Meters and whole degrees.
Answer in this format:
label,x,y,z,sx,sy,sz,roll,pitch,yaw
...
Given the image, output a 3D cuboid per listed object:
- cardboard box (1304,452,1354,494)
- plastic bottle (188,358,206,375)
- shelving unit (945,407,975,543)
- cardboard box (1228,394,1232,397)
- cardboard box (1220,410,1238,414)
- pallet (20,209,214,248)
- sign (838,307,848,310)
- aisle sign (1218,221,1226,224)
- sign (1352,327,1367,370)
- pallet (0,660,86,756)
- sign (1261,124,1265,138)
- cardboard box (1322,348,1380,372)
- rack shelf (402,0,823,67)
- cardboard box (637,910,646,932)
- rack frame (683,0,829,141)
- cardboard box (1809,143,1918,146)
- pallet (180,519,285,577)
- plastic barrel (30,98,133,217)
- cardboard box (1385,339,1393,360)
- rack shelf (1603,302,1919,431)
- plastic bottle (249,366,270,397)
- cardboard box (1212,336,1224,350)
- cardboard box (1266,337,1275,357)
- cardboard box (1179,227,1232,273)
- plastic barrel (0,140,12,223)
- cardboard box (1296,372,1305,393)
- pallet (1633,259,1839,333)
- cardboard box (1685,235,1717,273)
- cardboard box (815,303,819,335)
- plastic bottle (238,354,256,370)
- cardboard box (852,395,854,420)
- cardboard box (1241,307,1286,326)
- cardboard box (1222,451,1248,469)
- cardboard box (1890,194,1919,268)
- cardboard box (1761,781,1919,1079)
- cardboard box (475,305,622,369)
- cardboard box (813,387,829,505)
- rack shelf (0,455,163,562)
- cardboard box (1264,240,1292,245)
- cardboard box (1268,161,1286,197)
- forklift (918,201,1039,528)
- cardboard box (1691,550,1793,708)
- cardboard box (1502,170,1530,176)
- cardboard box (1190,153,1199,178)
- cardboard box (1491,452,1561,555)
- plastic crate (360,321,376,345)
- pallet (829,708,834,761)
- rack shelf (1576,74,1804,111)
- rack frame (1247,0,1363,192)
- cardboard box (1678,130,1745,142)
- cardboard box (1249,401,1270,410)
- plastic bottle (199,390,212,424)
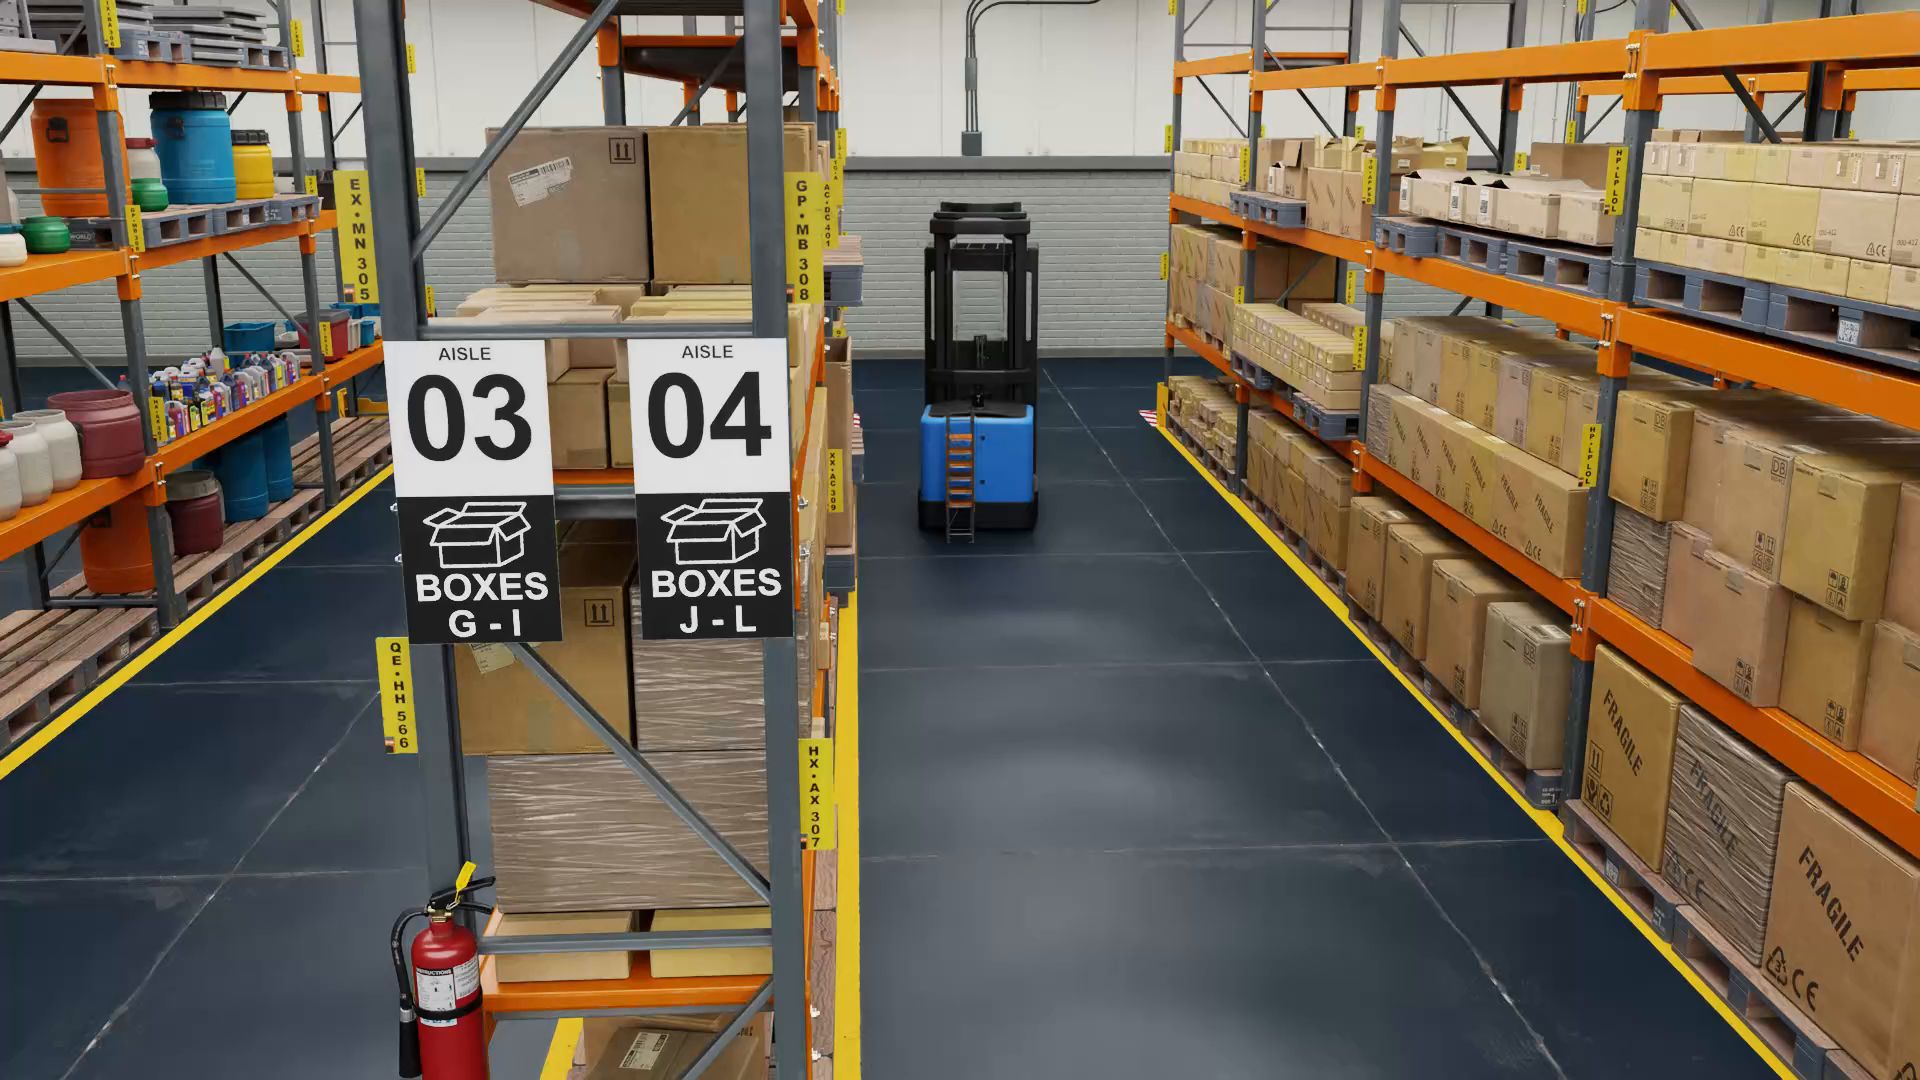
label,x,y,z,sx,sy,sz,roll,pitch,yaw
cardboard box,3.177,-0.563,13.863,0.500,0.250,0.500,-1,14,-3
plastic bottle,-6.953,-1.510,15.126,0.152,0.276,0.135,-1,14,-3
shelving unit,0.001,-0.577,14.863,0.258,1.200,0.189,-1,14,-3
cardboard box,3.308,-1.679,19.814,0.380,0.149,0.250,-1,14,-5
cardboard box,2.978,-1.296,17.729,0.380,0.149,0.250,0,14,-2
pallet,-6.326,-2.341,12.463,1.003,0.211,1.213,-1,14,-3
sign,-1.140,-2.392,16.139,0.100,0.325,0.005,-1,14,-3
aisle sign,3.323,-4.187,20.062,0.394,0.787,0.004,-1,14,-3
sign,2.982,-1.427,12.389,0.100,0.325,0.005,-1,14,-3
pallet,-6.295,1.059,10.488,1.003,0.211,1.213,-1,14,-3
sign,3.583,-4.790,19.827,0.100,0.325,0.005,-1,14,-3
cardboard box,3.036,-1.400,12.916,0.380,0.149,0.250,-1,15,-6
rack shelf,-1.061,-1.927,5.908,1.077,0.370,4.000,-1,14,-3
cardboard box,-1.176,1.117,5.168,0.380,0.149,0.250,-1,14,-3
rack frame,-1.433,-3.769,11.617,1.000,3.000,0.127,-1,14,-3
cardboard box,4.128,-1.741,7.613,0.380,0.149,0.250,-1,14,-4
pallet,-6.540,0.065,14.351,1.003,0.211,1.213,-1,14,-3
plastic barrel,-6.409,-2.793,12.137,0.600,0.830,0.708,-1,14,-3
cardboard box,3.658,-1.531,13.425,0.380,0.149,0.250,-1,14,-4
rack shelf,3.895,-0.528,6.481,1.077,0.370,4.000,-1,14,-3
plastic bottle,-6.224,-1.413,14.747,0.152,0.276,0.135,-1,14,-3
cardboard box,2.905,-2.117,17.740,0.380,0.149,0.250,-2,15,-6
cardboard box,2.927,-1.705,14.697,0.380,0.149,0.250,-1,14,-4
cardboard box,2.828,-3.341,19.186,0.500,0.500,0.500,0,14,-2
plastic barrel,-6.542,-2.275,10.825,0.600,0.901,0.600,0,14,0
cardboard box,2.992,-1.301,13.723,0.380,0.149,0.250,-1,14,-4
pallet,3.812,-1.127,7.544,1.003,0.211,1.213,-1,14,-3
cardboard box,3.487,-1.281,7.427,0.380,0.149,0.250,-1,14,-4
cardboard box,-0.875,-1.010,7.213,0.500,0.250,0.500,-1,14,-2
plastic bottle,-6.373,-1.487,14.884,0.144,0.351,0.185,-1,14,-3
cardboard box,-1.621,-0.874,15.826,1.225,0.875,0.875,-1,14,-3
cardboard box,2.864,-2.106,15.658,0.380,0.149,0.250,0,14,-2
cardboard box,2.911,-0.825,17.093,0.380,0.149,0.250,-1,14,-3
cardboard box,3.650,-1.068,5.800,0.500,0.250,0.500,-1,14,-4
cardboard box,3.855,1.513,6.546,0.875,0.875,0.875,-1,14,-4
cardboard box,-1.165,-0.578,4.736,0.380,0.149,0.250,-1,14,-5
cardboard box,-0.883,-0.438,7.906,0.500,0.500,0.500,-1,14,-3
rack shelf,-6.253,0.058,10.224,1.077,0.370,4.000,-1,14,-3
cardboard box,3.444,-2.832,17.208,0.500,0.500,0.500,-1,14,-5
cardboard box,3.121,-3.301,15.153,0.500,0.311,0.500,-1,14,-4
forklift,0.215,-1.839,16.290,1.130,2.935,3.031,1,14,3
cardboard box,3.779,0.371,7.265,0.875,0.550,0.550,-1,14,-3
cardboard box,3.888,-2.322,11.145,0.500,0.311,0.500,-1,14,-3
cardboard box,2.848,-4.158,18.447,0.500,0.250,0.500,-1,14,-3
cardboard box,3.441,-0.220,9.663,0.500,0.500,0.500,-1,14,-4
plastic crate,-6.489,-2.218,17.844,0.416,0.233,0.300,-1,14,-3
pallet,-1.235,1.288,9.598,1.003,0.211,1.213,-1,14,-3
rack shelf,8.086,-4.873,18.151,1.077,0.370,4.000,-1,14,-3
rack frame,3.276,-4.816,15.684,1.000,3.000,0.127,-1,14,-3
cardboard box,8.094,-4.101,17.676,0.797,0.503,0.637,0,14,1
cardboard box,3.366,-1.437,18.277,0.380,0.149,0.250,-1,15,-6
plastic bottle,-6.112,-1.073,13.434,0.097,0.271,0.097,0,14,0
